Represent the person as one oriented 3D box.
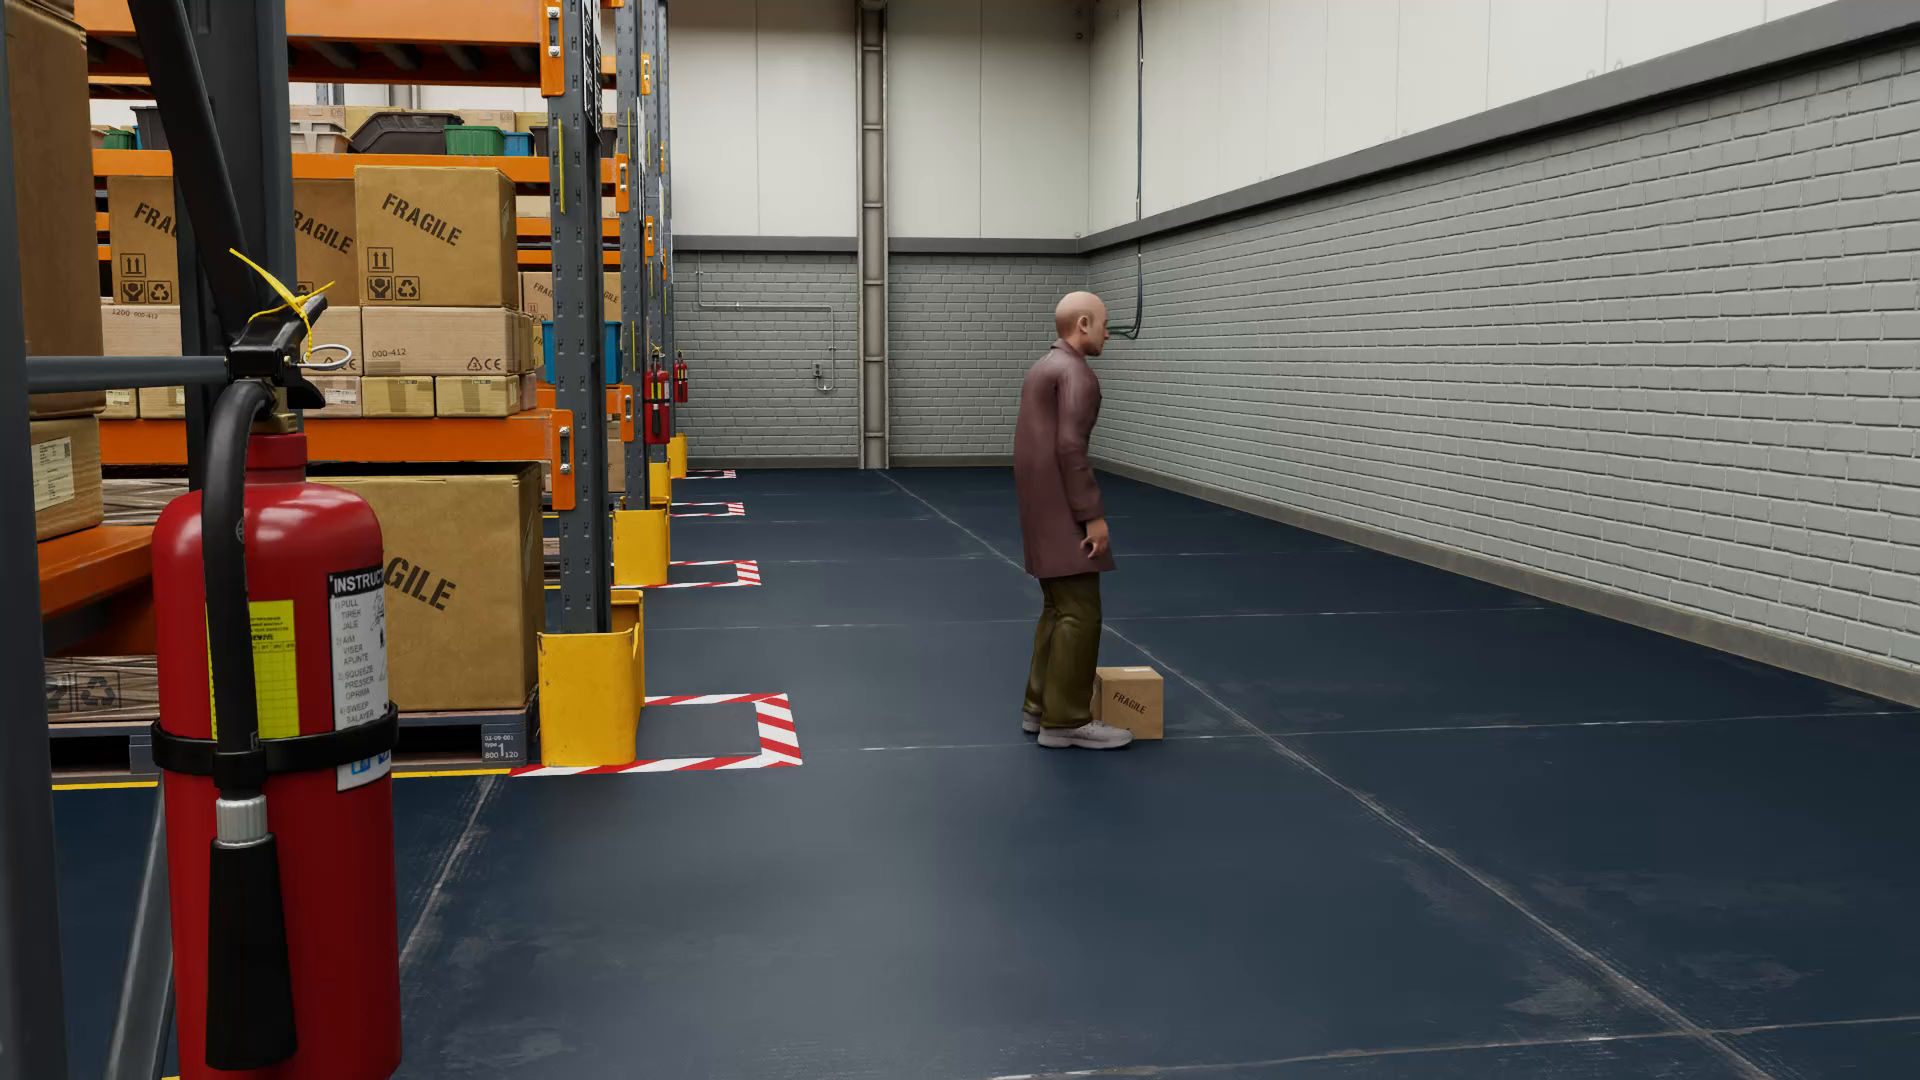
[{"bbox_3d":[0.428,-0.093,6.614,0.415,1.774,0.655,-1,6,-10],"label":"person"}]
